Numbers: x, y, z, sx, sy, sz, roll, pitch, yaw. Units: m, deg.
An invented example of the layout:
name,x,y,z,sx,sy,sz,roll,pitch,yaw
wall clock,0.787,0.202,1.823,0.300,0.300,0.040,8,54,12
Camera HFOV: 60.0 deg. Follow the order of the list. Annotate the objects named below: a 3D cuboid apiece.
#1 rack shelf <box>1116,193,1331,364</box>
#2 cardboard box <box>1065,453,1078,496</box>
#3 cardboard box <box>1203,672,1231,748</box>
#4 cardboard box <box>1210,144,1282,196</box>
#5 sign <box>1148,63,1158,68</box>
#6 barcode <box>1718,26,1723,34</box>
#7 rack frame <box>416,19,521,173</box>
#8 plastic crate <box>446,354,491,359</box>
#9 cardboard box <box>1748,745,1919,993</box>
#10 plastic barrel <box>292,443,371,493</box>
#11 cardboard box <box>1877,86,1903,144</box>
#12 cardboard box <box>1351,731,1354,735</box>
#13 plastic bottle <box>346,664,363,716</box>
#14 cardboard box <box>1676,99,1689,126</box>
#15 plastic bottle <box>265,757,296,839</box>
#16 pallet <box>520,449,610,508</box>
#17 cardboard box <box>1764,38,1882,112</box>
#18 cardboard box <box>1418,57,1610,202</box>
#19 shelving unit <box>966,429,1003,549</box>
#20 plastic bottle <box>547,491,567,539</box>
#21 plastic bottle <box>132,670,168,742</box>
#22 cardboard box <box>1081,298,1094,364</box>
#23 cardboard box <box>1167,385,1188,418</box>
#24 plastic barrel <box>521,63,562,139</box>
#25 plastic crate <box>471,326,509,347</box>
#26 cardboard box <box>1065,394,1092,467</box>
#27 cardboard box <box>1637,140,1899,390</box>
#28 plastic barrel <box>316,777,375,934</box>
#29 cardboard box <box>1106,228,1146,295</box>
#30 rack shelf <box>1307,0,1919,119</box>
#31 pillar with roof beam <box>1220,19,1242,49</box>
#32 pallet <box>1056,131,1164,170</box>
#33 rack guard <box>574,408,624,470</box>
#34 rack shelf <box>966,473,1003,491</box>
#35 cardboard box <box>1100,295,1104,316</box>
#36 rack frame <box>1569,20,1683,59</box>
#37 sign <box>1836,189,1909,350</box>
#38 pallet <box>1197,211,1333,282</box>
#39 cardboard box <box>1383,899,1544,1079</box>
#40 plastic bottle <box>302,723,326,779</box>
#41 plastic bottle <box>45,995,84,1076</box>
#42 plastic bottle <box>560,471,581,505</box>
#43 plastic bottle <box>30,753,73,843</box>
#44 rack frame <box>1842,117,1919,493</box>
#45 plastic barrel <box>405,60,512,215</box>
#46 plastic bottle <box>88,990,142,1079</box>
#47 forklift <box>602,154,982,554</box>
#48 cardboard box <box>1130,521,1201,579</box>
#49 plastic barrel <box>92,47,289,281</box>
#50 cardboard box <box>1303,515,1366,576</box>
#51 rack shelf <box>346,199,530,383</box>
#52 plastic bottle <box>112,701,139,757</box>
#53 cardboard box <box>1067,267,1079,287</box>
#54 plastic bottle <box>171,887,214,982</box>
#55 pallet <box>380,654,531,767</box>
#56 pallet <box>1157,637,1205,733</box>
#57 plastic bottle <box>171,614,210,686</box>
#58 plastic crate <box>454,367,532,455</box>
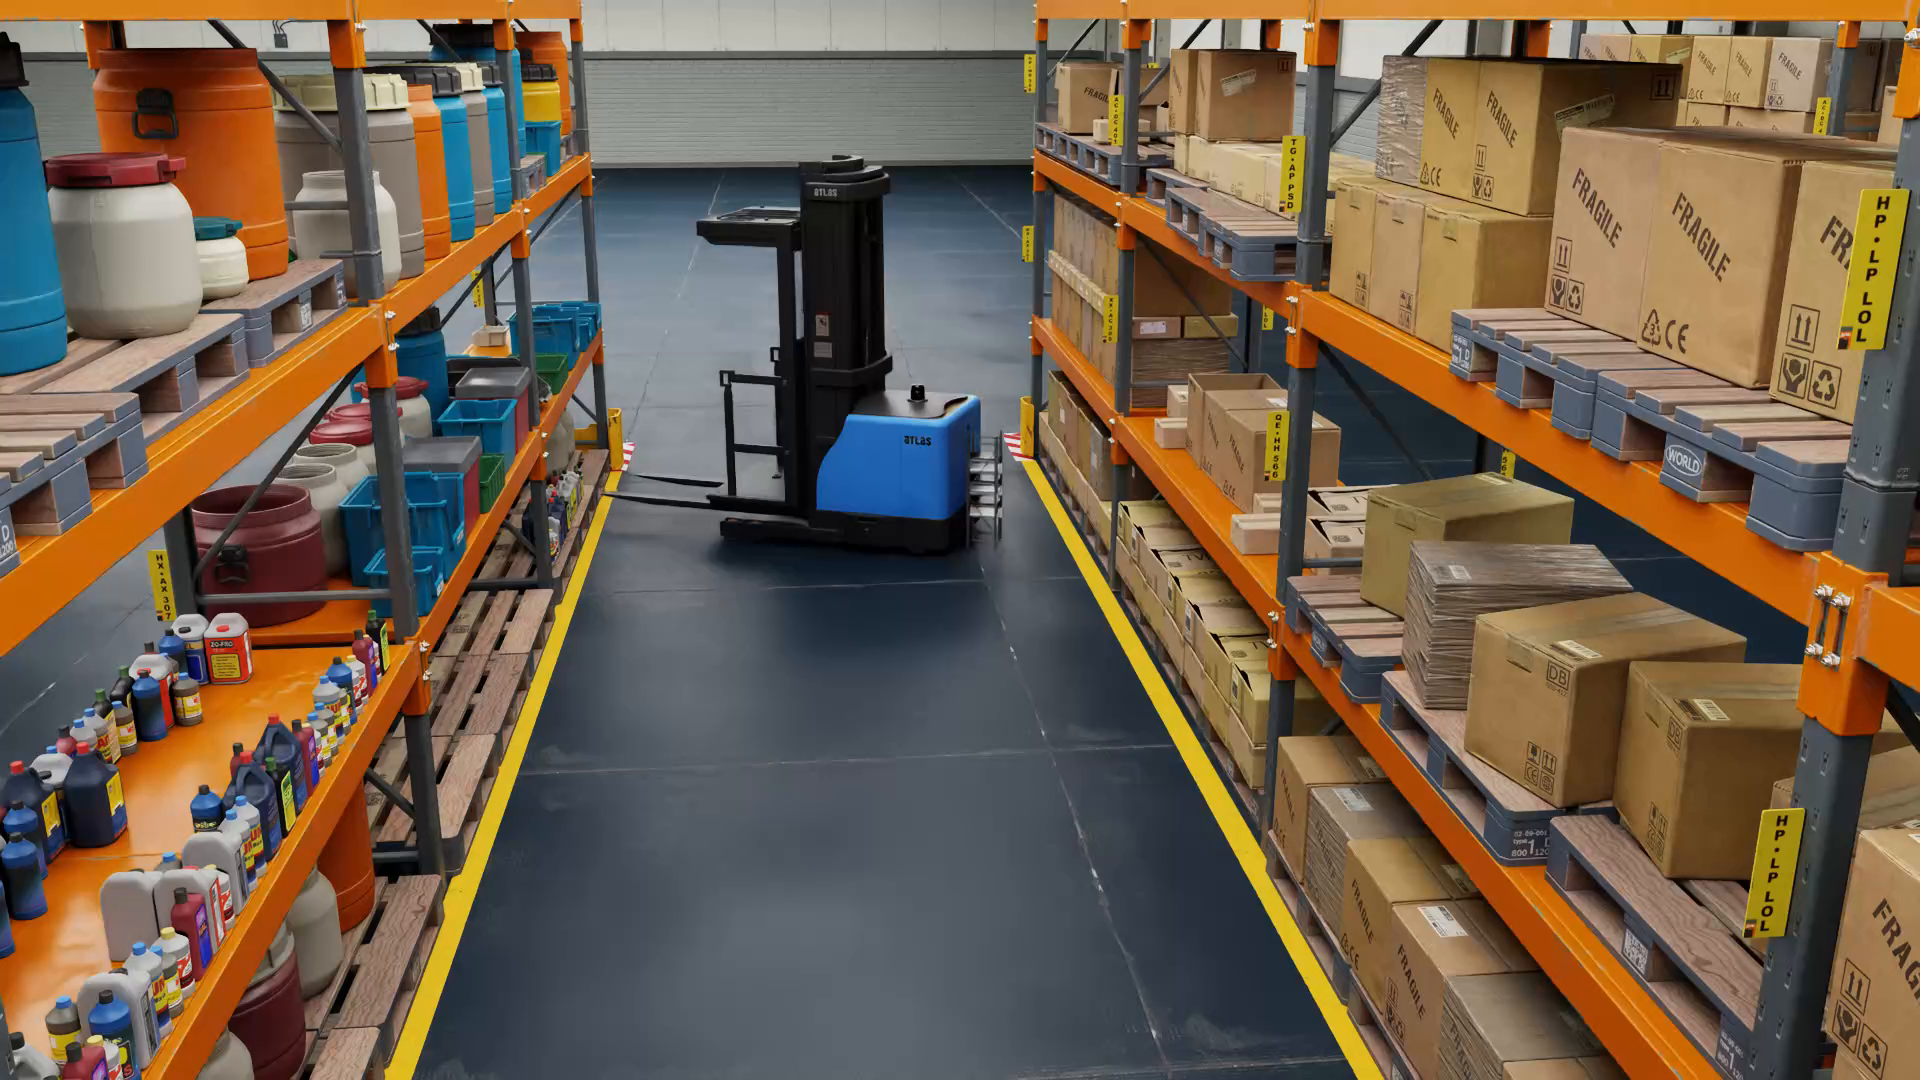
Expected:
name,x,y,z,sx,sy,sz,roll,pitch,yaw
rack shelf,1.793,-1.577,9.387,1.077,0.370,4.000,-2,18,-6
cardboard box,1.162,-0.552,13.817,0.500,0.250,0.500,-2,18,-6
cardboard box,1.646,0.915,9.144,0.500,0.250,0.500,-2,18,-6
cardboard box,1.723,-2.074,9.316,0.500,0.250,0.500,-3,18,-10
sign,1.716,-4.106,14.893,0.100,0.325,0.005,-2,18,-6
barcode,6.672,-4.477,14.585,0.001,0.075,0.075,-2,18,-6
rack frame,-3.340,-3.796,10.244,1.000,3.000,0.127,-2,18,-6
plastic crate,-3.724,-1.184,12.189,0.499,0.251,0.616,-2,18,-6
cardboard box,2.586,0.902,4.428,0.700,0.500,0.500,-8,19,-24
plastic barrel,-3.290,-0.221,8.685,0.421,0.512,0.421,0,17,0
cardboard box,6.491,-2.753,11.064,0.500,0.500,0.500,1,17,2
cardboard box,2.238,0.785,8.622,0.500,0.311,0.500,-1,17,-4
plastic bottle,-2.434,0.593,6.612,0.097,0.201,0.097,0,17,0
cardboard box,6.041,-3.338,13.593,0.500,0.500,0.500,-1,17,-2
plastic bottle,-2.311,0.857,5.636,0.061,0.283,0.133,-2,18,-6
pallet,-3.620,-0.531,14.518,1.003,0.211,1.213,-2,18,-6
cardboard box,6.193,-3.346,11.949,0.500,0.500,0.500,-3,18,-10
cardboard box,2.091,-1.567,6.318,0.500,0.500,0.500,-2,18,-6
shelving unit,0.190,-0.397,12.938,0.258,0.900,0.210,4,18,11
plastic bottle,-3.030,-0.189,12.460,0.144,0.351,0.185,-3,18,-8
plastic bottle,-3.112,0.630,6.378,0.097,0.271,0.097,0,17,0
cardboard box,1.372,-1.724,13.495,0.700,0.500,0.500,-1,17,-4
cardboard box,1.681,-0.869,11.186,0.500,0.250,0.500,-1,17,-2
plastic barrel,-3.509,-3.511,13.329,0.600,0.588,0.600,0,17,0
plastic crate,-3.981,-1.723,14.097,0.298,0.136,0.250,-2,18,-6
cardboard box,1.161,-0.910,13.705,0.500,0.500,0.500,-2,18,-6
cardboard box,2.342,-0.780,4.610,0.600,0.600,0.600,-2,18,-6
plastic barrel,-2.860,1.238,7.146,0.600,0.830,0.708,-2,18,-6
cardboard box,1.482,-2.035,12.317,0.700,0.500,0.500,-2,18,-6
rack shelf,2.206,-1.626,5.202,1.077,0.370,4.000,-2,18,-6
pillar with roof beam,0.895,-10.342,31.094,9.100,9.000,0.400,-2,18,-6
pallet,1.351,-3.090,13.153,1.003,0.211,1.213,-2,18,-6
rack guard,-3.698,-0.911,15.246,1.175,0.500,0.348,-2,18,-6
rack shelf,0.190,-0.451,12.921,0.258,0.077,0.200,4,18,11
cardboard box,1.265,-1.747,12.484,0.380,0.149,0.250,-2,18,-6
rack frame,6.101,-5.294,15.015,1.000,3.000,0.127,-2,18,-6
sign,1.861,-0.549,3.391,0.100,0.325,0.005,-2,18,-6
pallet,1.841,-1.434,8.045,1.213,0.211,1.003,-1,17,-3
cardboard box,1.928,1.694,6.212,0.500,0.500,0.500,-2,18,-8
plastic bottle,-2.374,0.767,6.058,0.097,0.201,0.097,0,17,0
plastic bottle,-2.344,1.295,4.375,0.097,0.201,0.097,0,17,0
plastic bottle,-3.129,-0.426,13.339,0.152,0.276,0.135,-2,18,-5
plastic bottle,-3.062,0.869,5.607,0.152,0.276,0.135,-2,18,-6
rack frame,2.412,-1.564,3.136,1.000,3.000,0.127,-2,18,-6
plastic barrel,-3.072,-2.459,10.157,0.600,0.901,0.708,-2,18,-6
plastic bottle,-2.182,1.286,4.287,0.097,0.271,0.097,0,17,0
forklift,-1.395,-1.525,13.143,3.031,2.935,1.130,5,18,16
cardboard box,1.428,0.039,10.999,0.500,0.311,0.500,-2,18,-6
plastic barrel,-2.872,-1.409,6.231,0.600,0.830,0.708,-2,18,-6
cardboard box,2.006,0.039,8.194,0.500,0.311,0.500,-1,17,-2
rack shelf,-3.134,-1.426,8.903,1.077,0.370,4.000,-2,18,-6
plastic bottle,-3.158,0.705,6.256,0.097,0.201,0.097,0,17,0
cardboard box,1.109,-2.203,13.937,0.380,0.149,0.250,-2,18,-7
plastic bottle,-2.220,1.119,4.801,0.061,0.283,0.133,-2,18,-6
pallet,-3.092,0.994,9.659,1.003,0.211,1.213,-2,18,-6
pallet,1.831,0.828,10.189,1.003,0.211,1.213,-2,18,-6
plastic bottle,-3.205,0.456,6.923,0.152,0.276,0.135,-2,18,-6
plastic crate,-2.986,-0.829,10.704,0.402,0.464,0.583,-2,18,-6
